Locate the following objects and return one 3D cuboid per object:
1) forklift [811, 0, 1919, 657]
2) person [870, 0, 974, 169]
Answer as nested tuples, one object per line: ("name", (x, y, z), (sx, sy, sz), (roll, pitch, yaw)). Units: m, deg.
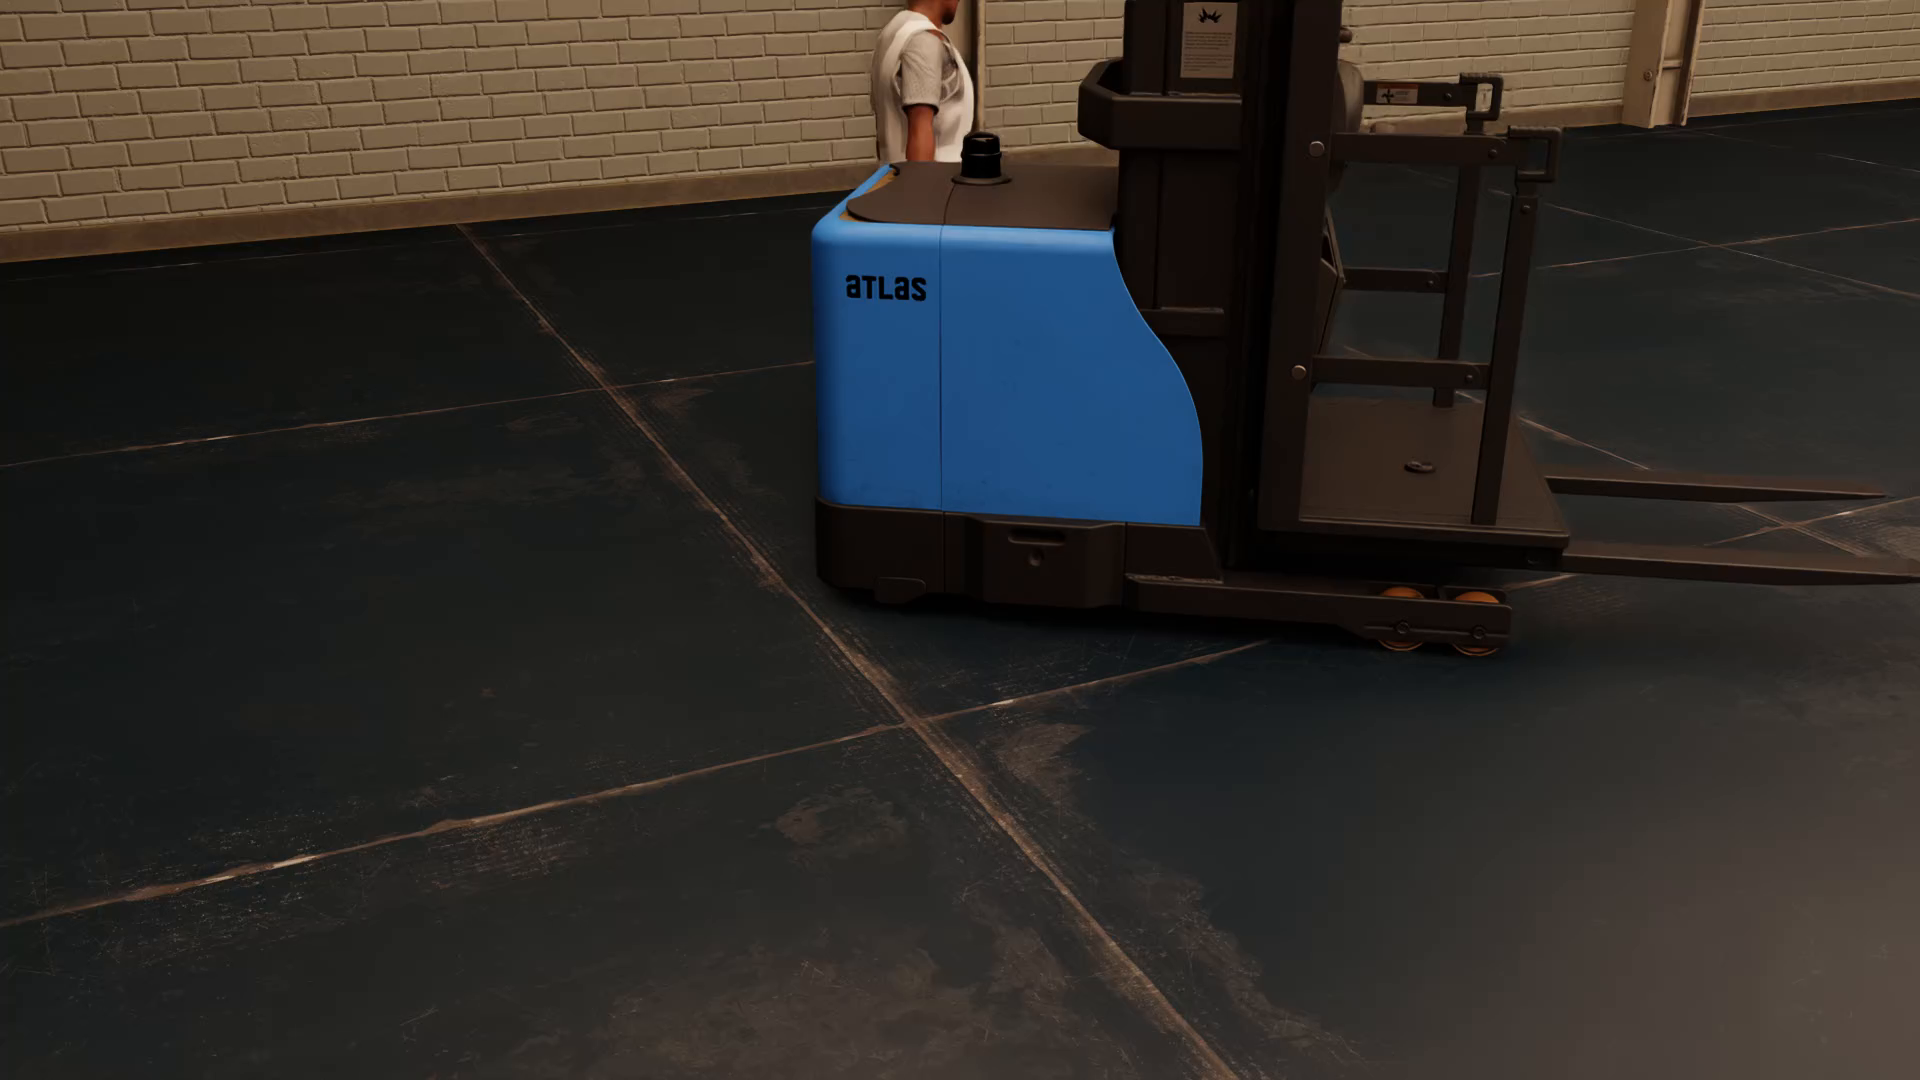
("forklift", (1.161, -1.267, 4.336), (3.031, 2.935, 1.130), (4, 23, 8))
("person", (-0.167, -1.147, 5.686), (0.502, 1.730, 0.891), (-4, 23, -9))
